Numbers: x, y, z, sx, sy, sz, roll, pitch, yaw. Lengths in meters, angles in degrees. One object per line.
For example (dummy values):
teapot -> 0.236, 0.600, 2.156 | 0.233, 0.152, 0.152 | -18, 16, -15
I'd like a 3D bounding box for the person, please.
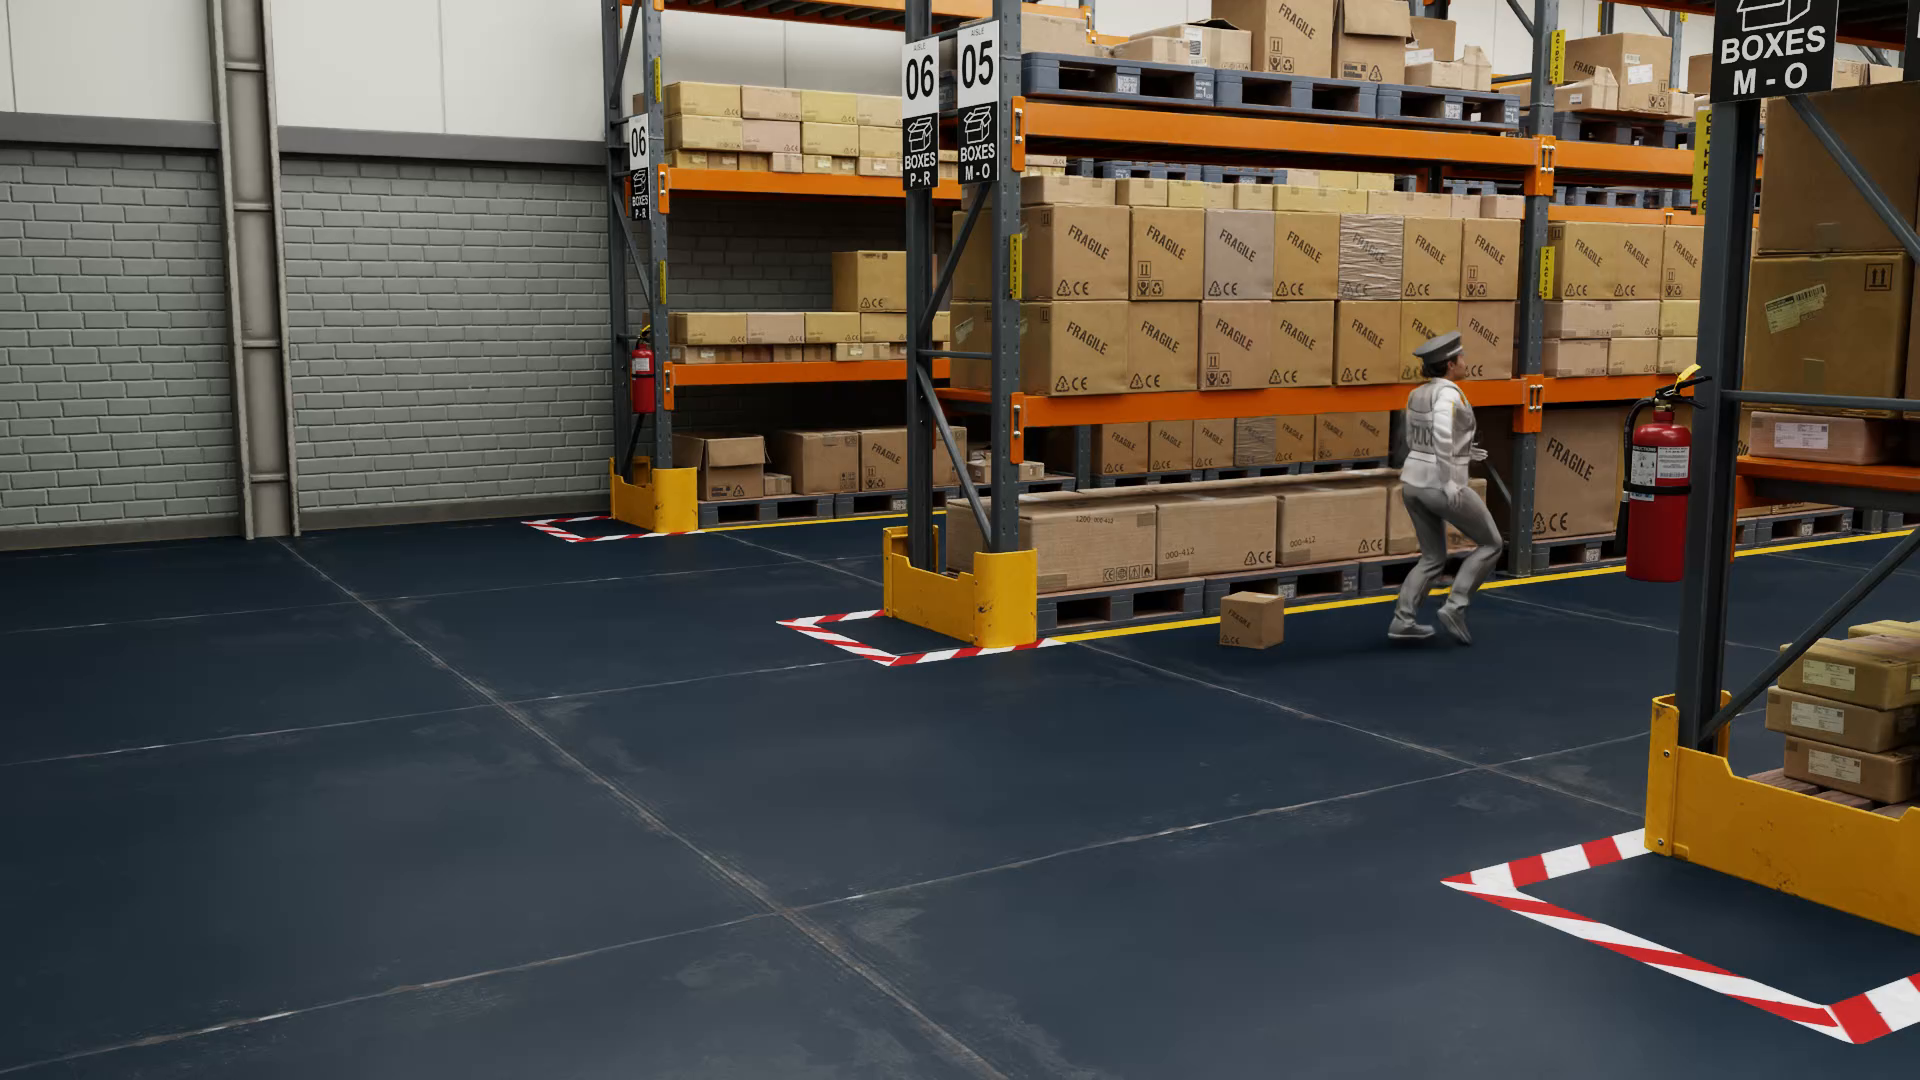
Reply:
person -> 2.564, -0.260, 8.704 | 0.644, 1.668, 0.613 | -3, 9, -21
